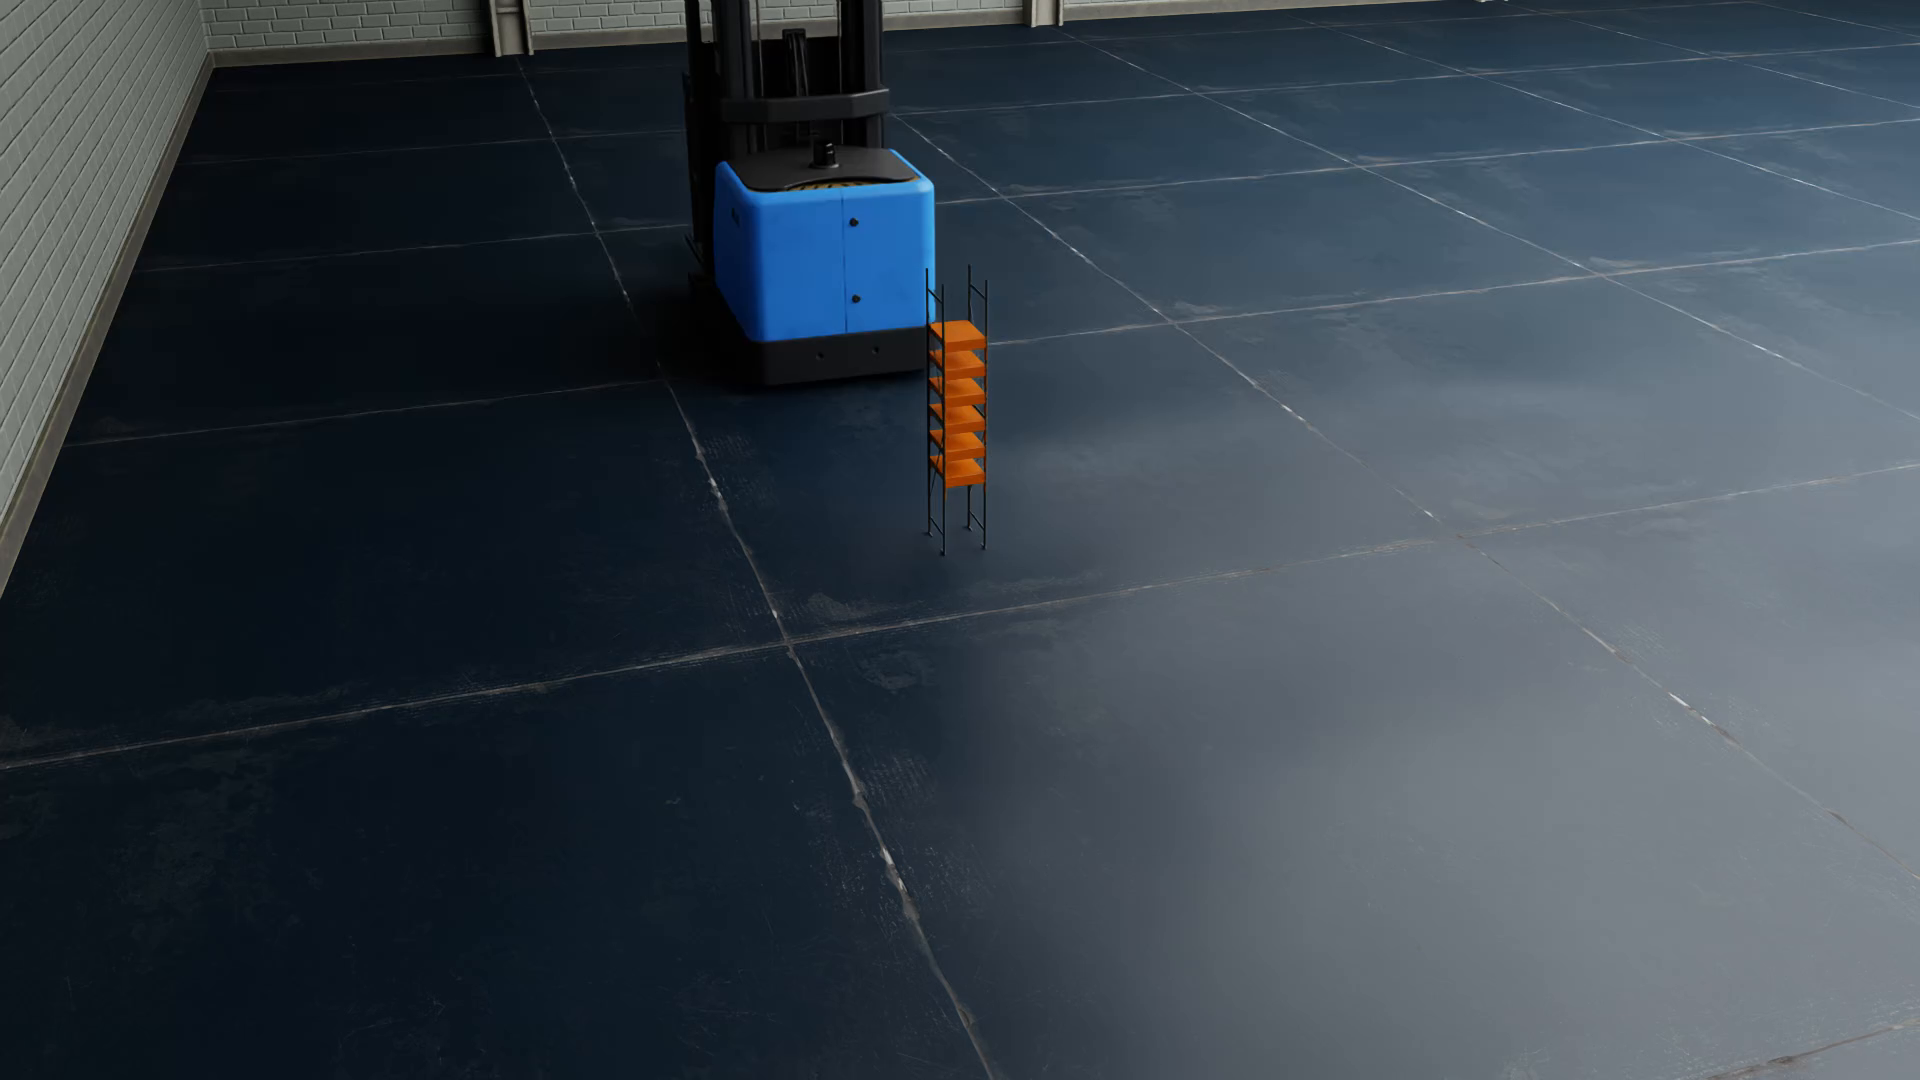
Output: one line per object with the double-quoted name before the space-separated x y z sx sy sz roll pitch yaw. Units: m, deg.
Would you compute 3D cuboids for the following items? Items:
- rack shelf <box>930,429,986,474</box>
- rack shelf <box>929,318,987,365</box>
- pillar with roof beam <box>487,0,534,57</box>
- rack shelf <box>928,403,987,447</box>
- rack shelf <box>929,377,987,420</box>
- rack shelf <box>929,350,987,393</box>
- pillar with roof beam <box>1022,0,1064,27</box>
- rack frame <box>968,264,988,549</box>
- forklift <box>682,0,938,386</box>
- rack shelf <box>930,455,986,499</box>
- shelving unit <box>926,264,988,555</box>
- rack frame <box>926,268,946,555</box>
"rack shelf" -0.014 -0.388 7.052 0.180 0.103 0.258 -8 28 -16
"rack shelf" -0.014 -0.818 6.839 0.180 0.103 0.258 -8 28 -16
"pillar with roof beam" -3.411 -7.384 12.003 0.400 9.000 9.100 -8 28 -16
"rack shelf" -0.014 -0.496 6.999 0.180 0.103 0.258 -8 28 -16
"rack shelf" -0.014 -0.603 6.946 0.180 0.103 0.258 -8 28 -16
"rack shelf" -0.014 -0.711 6.892 0.180 0.103 0.258 -8 28 -16
"pillar with roof beam" 2.294 -8.210 13.667 0.400 9.000 9.100 -8 28 -16
"rack frame" 0.073 -0.548 7.005 0.006 1.200 0.240 -8 28 -16
"forklift" -1.039 -2.755 9.503 1.130 2.935 3.031 -8 27 -15
"rack shelf" -0.014 -0.281 7.106 0.180 0.103 0.258 -8 28 -16
"shelving unit" -0.014 -0.535 6.979 0.189 1.200 0.258 -8 28 -16
"rack frame" -0.101 -0.523 6.954 0.006 1.200 0.240 -8 28 -16
